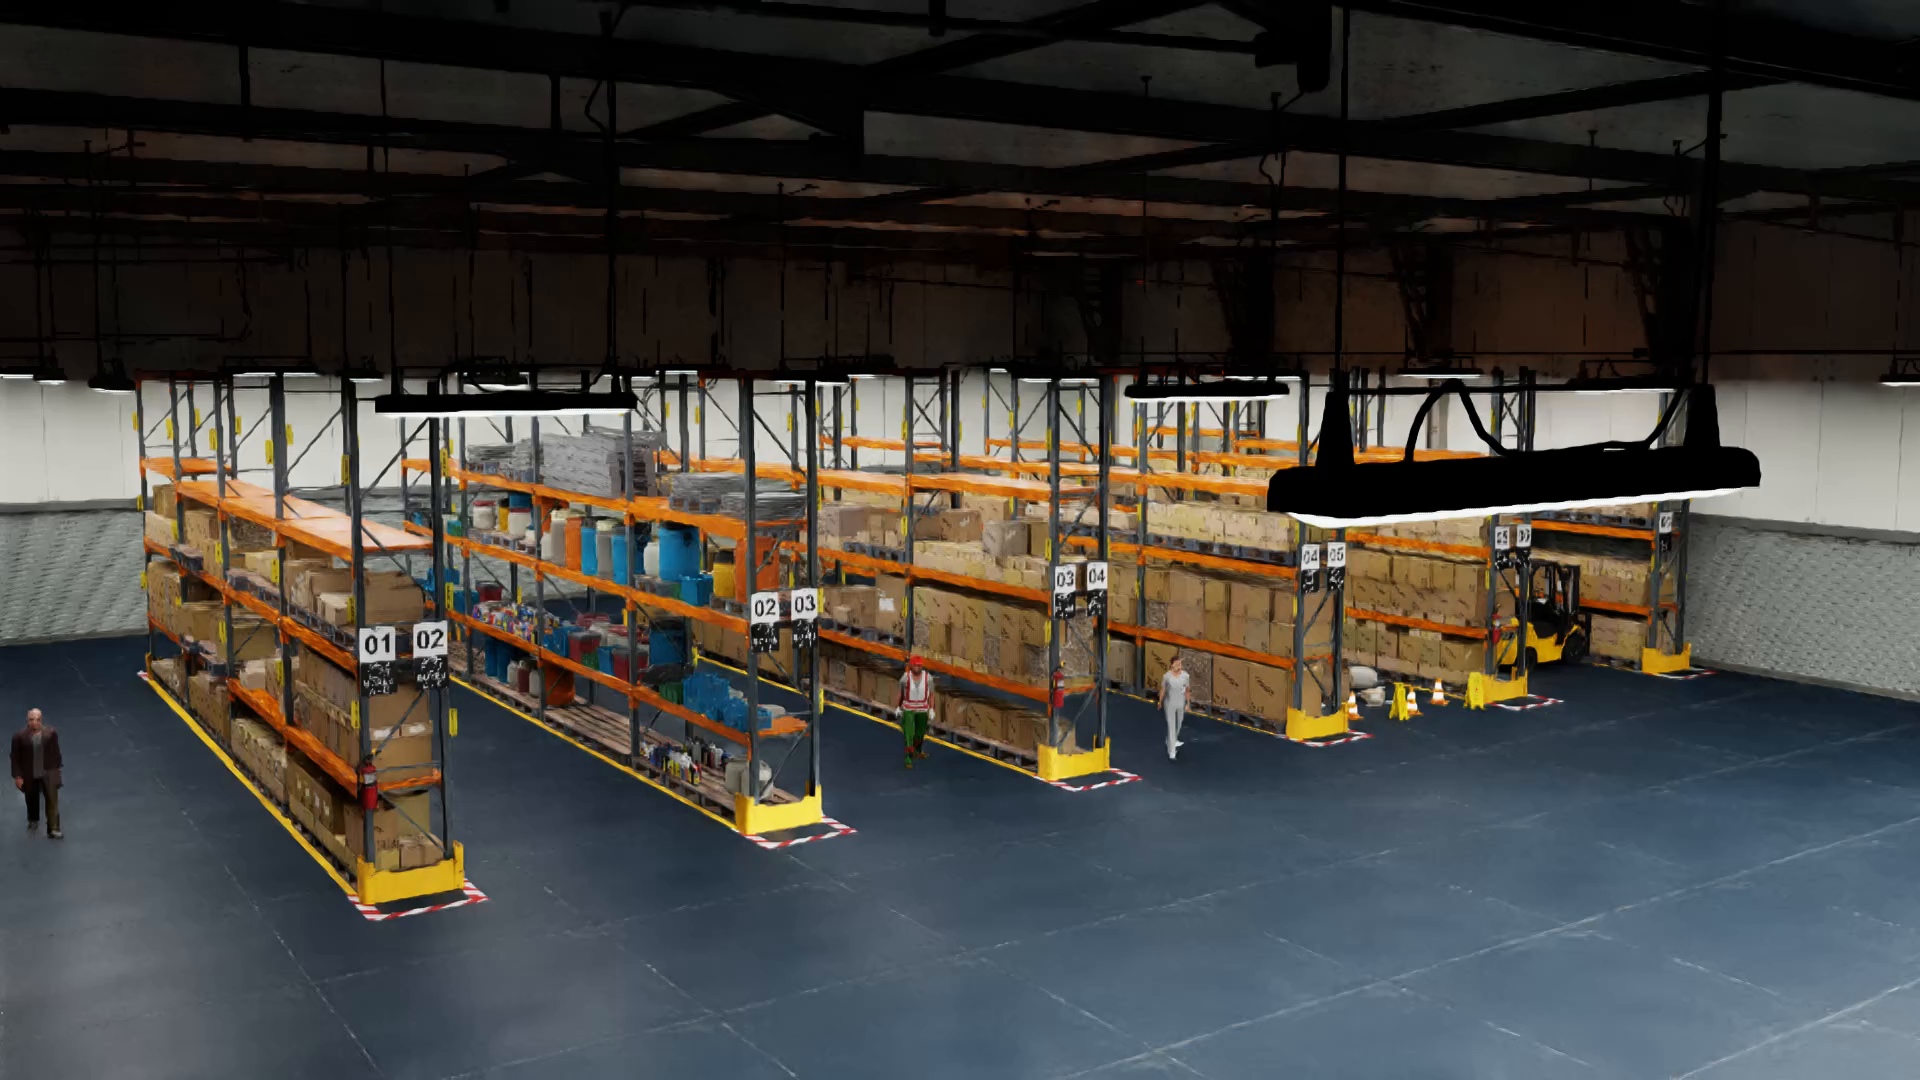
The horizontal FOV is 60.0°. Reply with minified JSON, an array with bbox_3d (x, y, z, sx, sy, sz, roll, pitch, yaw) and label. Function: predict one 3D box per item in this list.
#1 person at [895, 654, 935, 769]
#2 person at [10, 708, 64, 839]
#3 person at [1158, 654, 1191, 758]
[{"bbox_3d":[-0.680,2.603,25.508,0.595,1.745,0.983,-1,7,-11],"label":"person"},{"bbox_3d":[-12.039,3.024,21.699,0.598,1.698,1.193,-4,8,-31],"label":"person"},{"bbox_3d":[3.383,2.577,26.198,0.494,1.609,0.954,-1,7,-13],"label":"person"}]
